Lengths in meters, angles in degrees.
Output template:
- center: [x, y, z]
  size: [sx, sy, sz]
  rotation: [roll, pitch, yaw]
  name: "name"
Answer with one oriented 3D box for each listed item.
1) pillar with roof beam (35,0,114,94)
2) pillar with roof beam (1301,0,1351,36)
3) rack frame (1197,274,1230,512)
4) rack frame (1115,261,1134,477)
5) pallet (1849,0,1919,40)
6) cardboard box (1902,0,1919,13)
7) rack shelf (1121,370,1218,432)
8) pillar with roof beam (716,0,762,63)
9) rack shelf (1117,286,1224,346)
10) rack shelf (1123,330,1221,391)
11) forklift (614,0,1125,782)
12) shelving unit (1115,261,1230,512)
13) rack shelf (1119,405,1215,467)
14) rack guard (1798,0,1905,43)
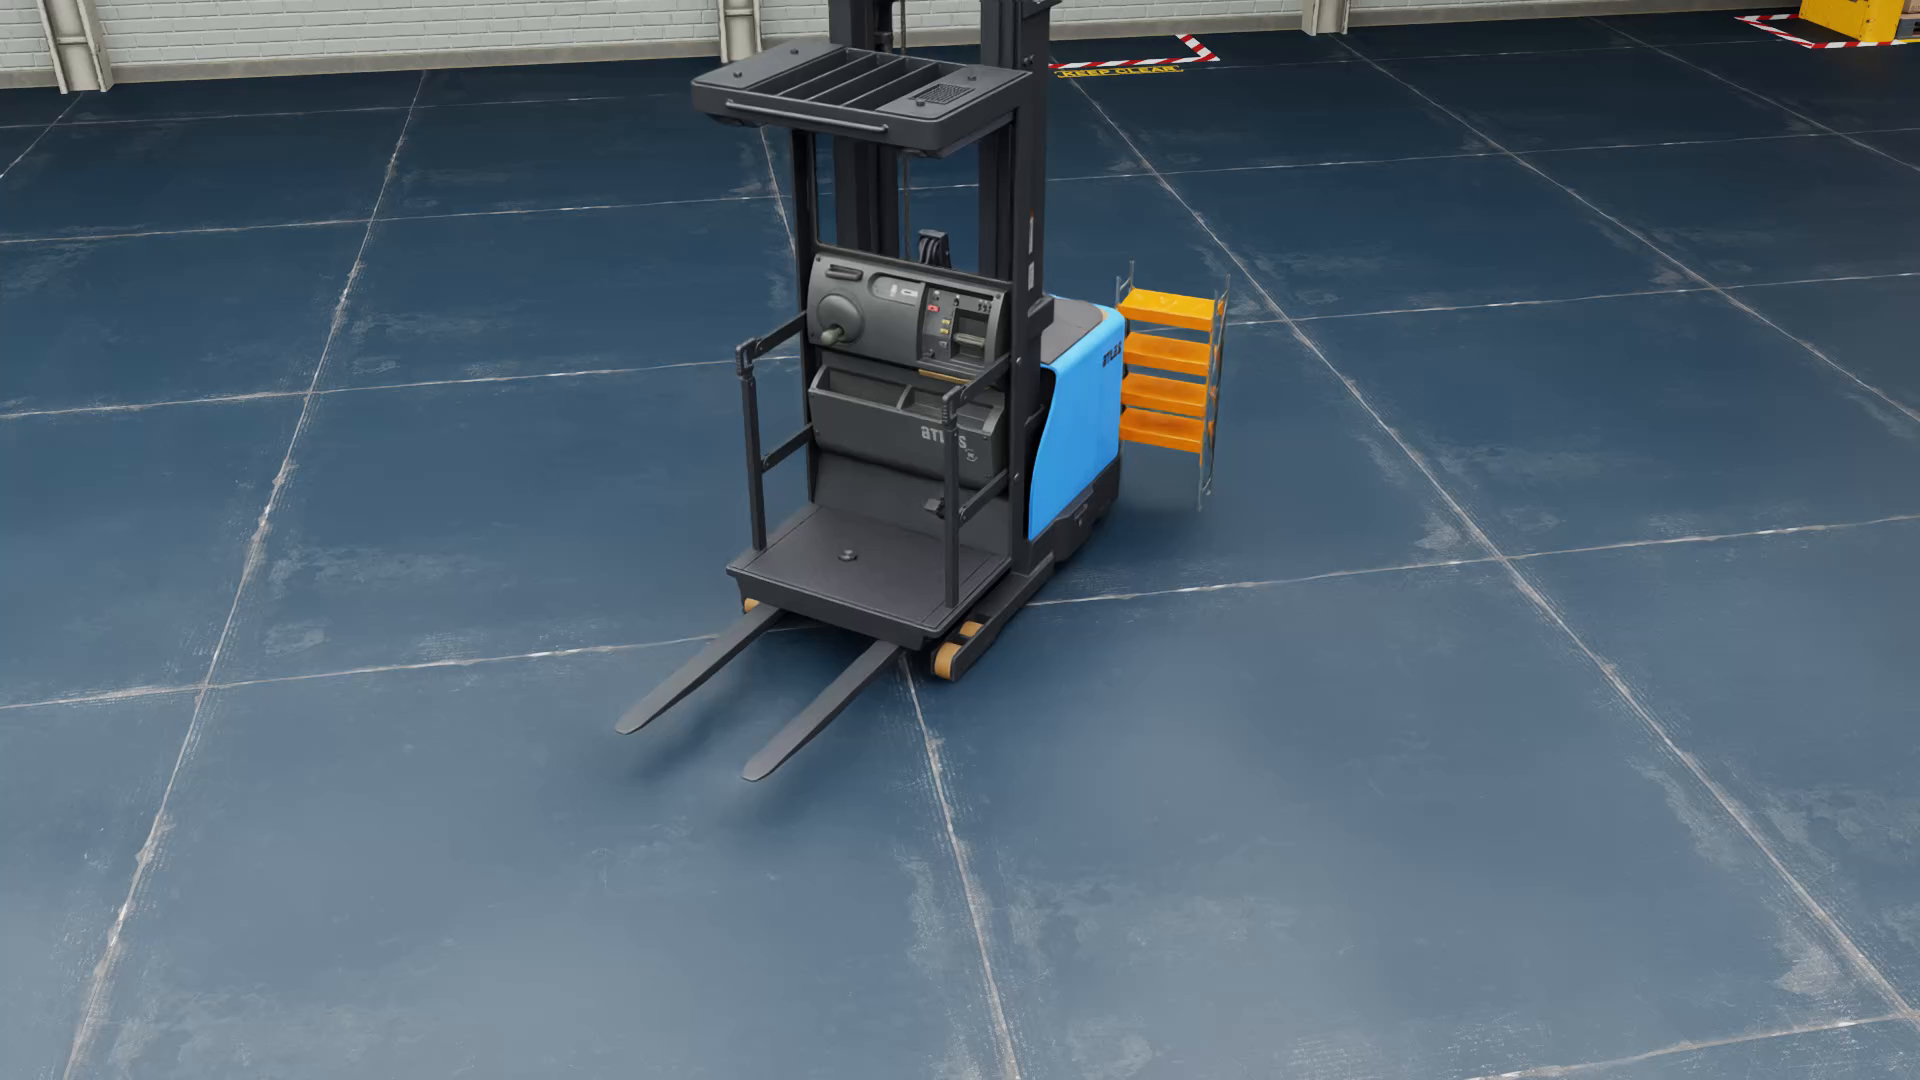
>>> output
- center: [-7.266, -5.902, 9.409]
  size: [0.400, 9.000, 9.100]
  rotation: [-5, 31, -9]
  name: "pillar with roof beam"
- center: [4.537, -6.997, 11.272]
  size: [0.400, 9.000, 9.100]
  rotation: [-5, 31, -9]
  name: "pillar with roof beam"
- center: [1.261, -0.716, 8.284]
  size: [0.015, 1.200, 0.240]
  rotation: [12, 32, 19]
  name: "rack frame"
- center: [0.810, -0.810, 8.444]
  size: [0.015, 1.200, 0.240]
  rotation: [12, 32, 19]
  name: "rack frame"
- center: [10.011, -5.471, 17.347]
  size: [1.213, 0.211, 1.003]
  rotation: [-5, 31, -9]
  name: "pallet"
- center: [9.828, -5.659, 17.133]
  size: [0.500, 0.311, 0.500]
  rotation: [-9, 32, -15]
  name: "cardboard box"
- center: [1.036, -0.705, 8.398]
  size: [0.480, 0.148, 0.258]
  rotation: [12, 32, 19]
  name: "rack shelf"
- center: [-1.364, -6.449, 10.340]
  size: [0.400, 9.000, 9.100]
  rotation: [-5, 31, -9]
  name: "pillar with roof beam"
- center: [1.036, -1.102, 8.165]
  size: [0.480, 0.148, 0.258]
  rotation: [12, 32, 19]
  name: "rack shelf"
- center: [1.036, -0.898, 8.285]
  size: [0.480, 0.148, 0.258]
  rotation: [12, 32, 19]
  name: "rack shelf"
- center: [-0.340, -0.915, 6.914]
  size: [1.130, 2.935, 3.031]
  rotation: [16, 34, 25]
  name: "forklift"
- center: [1.036, -0.763, 8.364]
  size: [0.503, 1.200, 0.258]
  rotation: [12, 32, 19]
  name: "shelving unit"
- center: [1.036, -0.534, 8.499]
  size: [0.480, 0.148, 0.258]
  rotation: [12, 32, 19]
  name: "rack shelf"
- center: [9.206, -5.539, 17.178]
  size: [0.348, 0.500, 1.175]
  rotation: [-5, 31, -9]
  name: "rack guard"
